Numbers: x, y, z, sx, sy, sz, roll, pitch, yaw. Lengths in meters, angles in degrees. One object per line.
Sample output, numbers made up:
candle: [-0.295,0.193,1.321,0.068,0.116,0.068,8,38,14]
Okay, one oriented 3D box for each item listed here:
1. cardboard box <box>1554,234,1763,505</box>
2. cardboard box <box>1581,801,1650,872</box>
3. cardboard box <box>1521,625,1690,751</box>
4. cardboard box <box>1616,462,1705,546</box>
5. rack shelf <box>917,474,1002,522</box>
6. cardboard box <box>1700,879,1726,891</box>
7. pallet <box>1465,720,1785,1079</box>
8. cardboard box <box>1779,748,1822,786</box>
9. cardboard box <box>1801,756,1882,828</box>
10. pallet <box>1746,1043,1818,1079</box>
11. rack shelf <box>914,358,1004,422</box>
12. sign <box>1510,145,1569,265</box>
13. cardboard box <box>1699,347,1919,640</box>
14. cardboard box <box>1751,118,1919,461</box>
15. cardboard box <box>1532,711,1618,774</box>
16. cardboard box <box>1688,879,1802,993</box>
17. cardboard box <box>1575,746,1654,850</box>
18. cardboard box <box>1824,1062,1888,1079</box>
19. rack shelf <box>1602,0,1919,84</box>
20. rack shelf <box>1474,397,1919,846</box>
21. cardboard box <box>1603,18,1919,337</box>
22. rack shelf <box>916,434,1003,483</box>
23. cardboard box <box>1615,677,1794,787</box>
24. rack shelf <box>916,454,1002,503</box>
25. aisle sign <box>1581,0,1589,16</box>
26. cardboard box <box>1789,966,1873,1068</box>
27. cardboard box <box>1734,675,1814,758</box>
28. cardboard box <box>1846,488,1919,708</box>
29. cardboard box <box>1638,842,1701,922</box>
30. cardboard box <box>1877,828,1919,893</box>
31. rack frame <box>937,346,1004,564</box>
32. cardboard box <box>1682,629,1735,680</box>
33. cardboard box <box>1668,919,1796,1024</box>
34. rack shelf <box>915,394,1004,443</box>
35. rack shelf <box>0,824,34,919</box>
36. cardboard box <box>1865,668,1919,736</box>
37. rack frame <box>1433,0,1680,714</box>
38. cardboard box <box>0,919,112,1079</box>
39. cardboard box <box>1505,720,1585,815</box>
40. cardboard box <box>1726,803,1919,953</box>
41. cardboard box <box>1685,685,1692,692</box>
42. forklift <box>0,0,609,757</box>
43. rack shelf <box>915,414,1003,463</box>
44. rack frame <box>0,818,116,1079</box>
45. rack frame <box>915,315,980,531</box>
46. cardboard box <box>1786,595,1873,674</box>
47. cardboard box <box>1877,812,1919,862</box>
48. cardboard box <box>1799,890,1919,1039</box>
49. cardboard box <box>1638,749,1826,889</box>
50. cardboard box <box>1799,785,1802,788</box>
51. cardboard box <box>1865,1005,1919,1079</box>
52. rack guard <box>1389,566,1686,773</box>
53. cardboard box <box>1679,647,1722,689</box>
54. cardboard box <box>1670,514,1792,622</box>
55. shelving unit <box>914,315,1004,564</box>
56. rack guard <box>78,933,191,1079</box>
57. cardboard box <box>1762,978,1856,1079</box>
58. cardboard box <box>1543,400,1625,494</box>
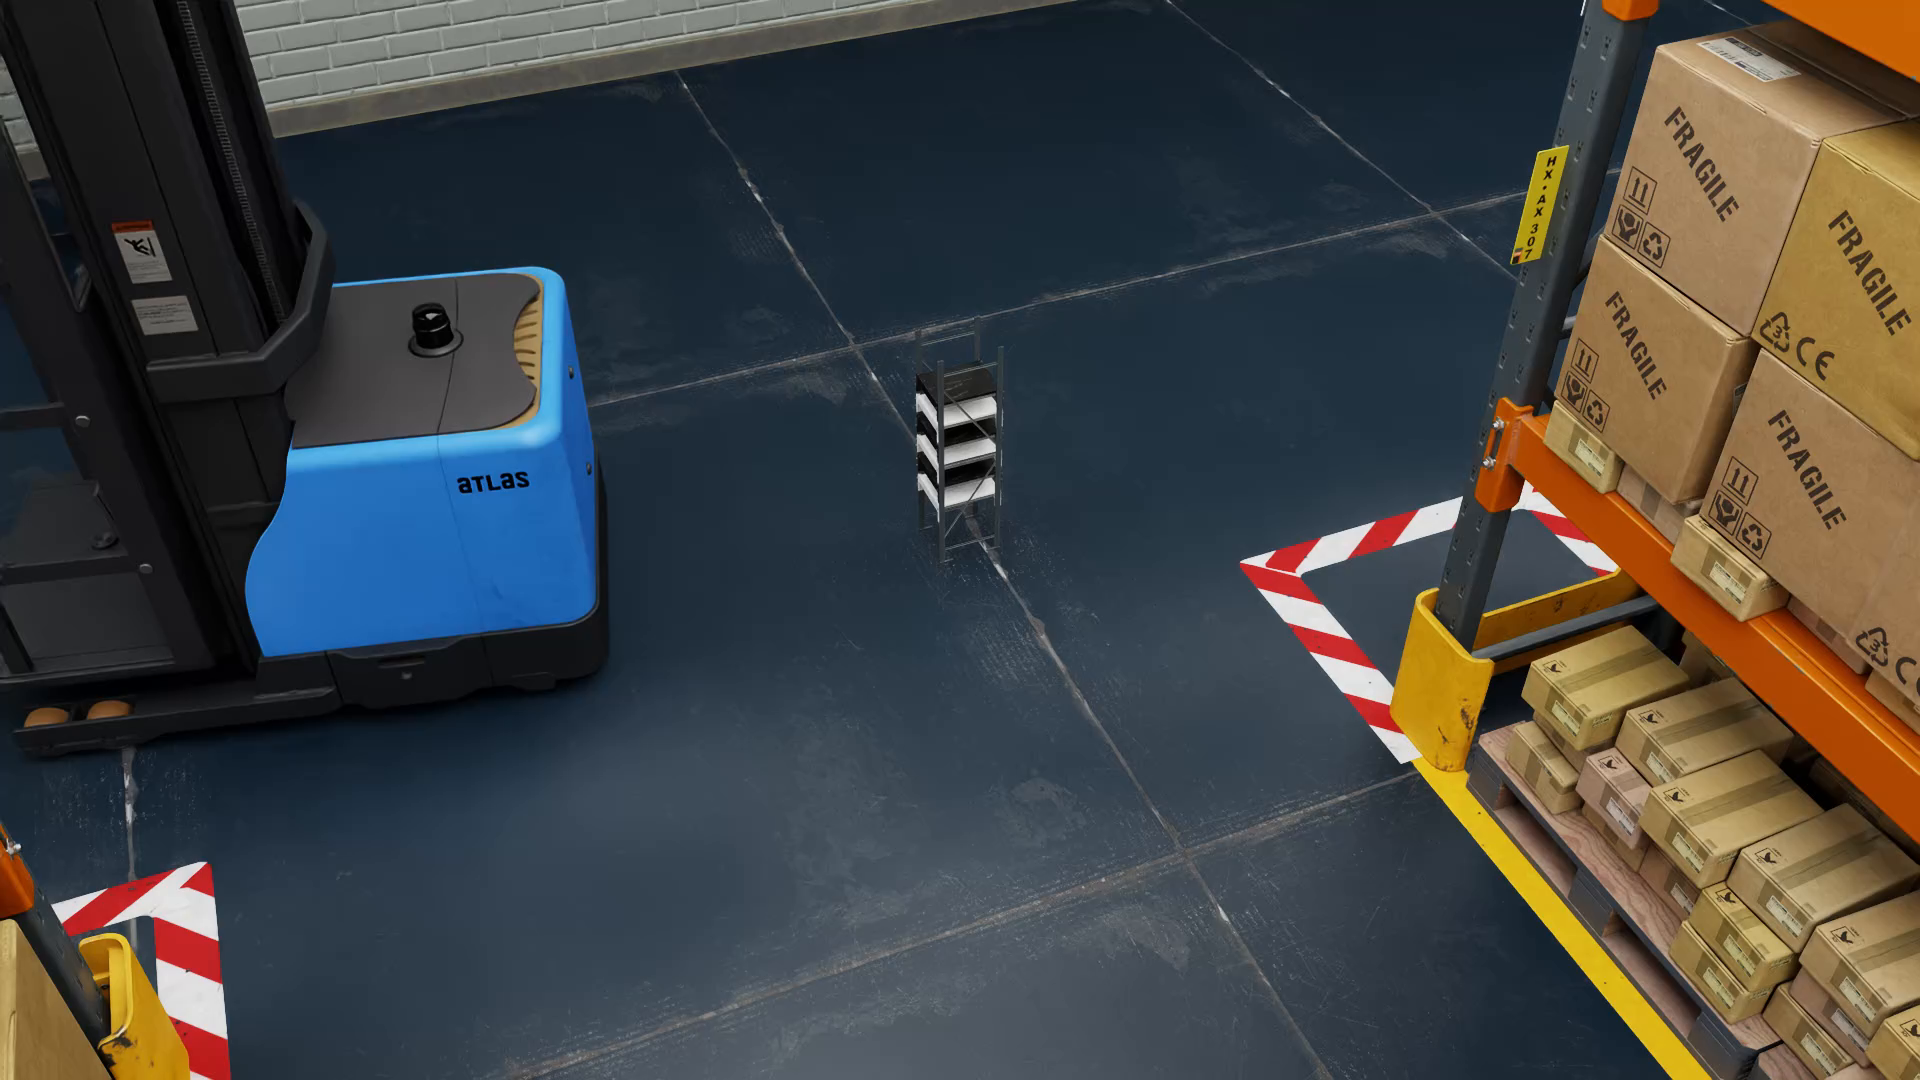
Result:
cardboard box: [1.913,-0.479,4.201,0.500,0.500,0.500,-13,42,-15]
cardboard box: [2.077,0.787,4.899,0.380,0.149,0.250,-15,43,-17]
cardboard box: [1.883,0.429,4.859,0.380,0.149,0.250,-17,44,-19]
cardboard box: [1.953,-0.152,4.319,0.380,0.149,0.250,-14,43,-15]
rack shelf: [-0.003,-0.184,6.101,0.258,0.077,0.200,-15,43,-17]
cardboard box: [2.188,0.826,4.626,0.380,0.149,0.250,-15,43,-16]
pallet: [2.304,0.934,5.002,1.003,0.211,1.213,-15,43,-17]
cardboard box: [2.513,0.559,4.936,0.380,0.149,0.250,-16,43,-18]
cardboard box: [2.663,0.701,4.771,0.380,0.149,0.250,-17,43,-19]
pallet: [2.767,1.668,4.149,1.003,0.211,1.213,-15,43,-17]
rack shelf: [-0.003,-0.526,5.808,0.258,0.077,0.200,-15,43,-17]
sign: [1.495,-0.860,4.286,0.100,0.325,0.005,-15,43,-17]
cardboard box: [2.142,-0.163,3.834,0.500,0.500,0.500,-15,43,-17]
cardboard box: [2.122,-0.558,3.527,0.500,0.500,0.500,-14,43,-16]
cardboard box: [1.960,0.521,4.980,0.380,0.149,0.250,-13,42,-15]
cardboard box: [2.186,1.007,4.414,0.380,0.149,0.250,-14,43,-16]
cardboard box: [2.013,0.700,4.771,0.380,0.149,0.250,-15,43,-17]
cardboard box: [2.376,1.418,4.165,0.380,0.149,0.250,-17,44,-19]
rack shelf: [2.762,-0.327,2.581,1.077,0.370,4.000,-15,43,-17]
rack shelf: [2.762,0.810,3.559,1.077,0.370,4.000,-15,43,-17]
cardboard box: [1.923,-0.861,3.878,0.500,0.500,0.500,-15,43,-17]
rack shelf: [-0.003,-0.321,5.984,0.258,0.077,0.200,-15,43,-17]
cardboard box: [2.100,0.565,4.700,0.380,0.149,0.250,-14,43,-16]
rack shelf: [-0.003,-0.253,6.043,0.258,0.077,0.200,-15,43,-17]
aisle sign: [1.692,-1.622,3.842,0.394,0.787,0.004,-15,43,-17]
cardboard box: [2.375,1.143,4.256,0.380,0.149,0.250,-17,44,-19]
cardboard box: [2.476,0.450,4.834,0.380,0.149,0.250,-14,43,-16]
cardboard box: [2.317,0.136,3.487,0.500,0.500,0.500,-15,43,-16]
cardboard box: [2.179,0.935,4.727,0.380,0.149,0.250,-15,43,-16]
cardboard box: [2.671,0.888,4.553,0.380,0.149,0.250,-16,43,-17]
rack frame: [0.036,-0.285,5.891,0.240,0.900,0.006,-15,43,-17]
cardboard box: [2.433,0.284,5.027,0.380,0.149,0.250,-15,43,-16]
cardboard box: [2.175,1.116,4.516,0.380,0.149,0.250,-15,43,-16]
rack shelf: [-0.003,-0.457,5.867,0.258,0.077,0.200,-15,43,-17]
rack shelf: [-1.859,1.987,2.191,1.077,0.370,4.000,-15,43,-17]
cardboard box: [2.314,0.315,3.776,0.380,0.149,0.250,-16,43,-17]
rack frame: [1.997,-0.667,4.726,1.000,3.000,0.127,-15,43,-17]
cardboard box: [-2.306,1.521,3.488,0.875,0.875,0.875,-15,43,-17]
cardboard box: [1.901,0.650,5.058,0.380,0.149,0.250,-14,43,-16]
cardboard box: [2.249,0.878,4.337,0.380,0.149,0.250,-17,44,-19]
cardboard box: [2.391,0.519,5.210,0.380,0.149,0.250,-14,43,-16]
forklift: [-2.765,-0.777,4.906,3.031,2.935,1.130,-6,41,-7]
rack shelf: [-0.003,-0.389,5.925,0.258,0.077,0.200,-15,43,-17]
rack frame: [-2.621,0.508,3.358,0.949,2.616,0.053,-15,43,-17]
rack frame: [-0.042,-0.407,6.034,0.240,0.900,0.006,-15,43,-17]
cardboard box: [2.233,0.145,3.973,0.380,0.149,0.250,-13,42,-15]
cardboard box: [2.733,0.746,4.490,0.380,0.149,0.250,-17,43,-19]
cardboard box: [2.347,1.047,4.140,0.380,0.149,0.250,-14,43,-15]
cardboard box: [2.078,0.749,4.487,0.380,0.149,0.250,-15,43,-17]
cardboard box: [2.583,0.649,5.059,0.380,0.149,0.250,-14,43,-16]
cardboard box: [2.405,1.217,3.942,0.380,0.149,0.250,-14,43,-16]
rack guard: [2.026,0.326,5.487,1.175,0.500,0.348,-15,43,-17]
cardboard box: [2.462,0.388,5.134,0.380,0.149,0.250,-16,43,-18]
cardboard box: [2.007,0.023,4.115,0.380,0.149,0.250,-16,43,-18]
shelving unit: [-0.003,-0.346,5.962,0.258,0.900,0.210,-15,43,-17]
rack guard: [-2.634,1.442,4.189,1.175,0.500,0.348,-15,43,-17]
cardboard box: [2.361,1.246,4.365,0.380,0.149,0.250,-15,43,-17]
cardboard box: [1.818,-0.295,4.485,0.380,0.149,0.250,-15,43,-17]
